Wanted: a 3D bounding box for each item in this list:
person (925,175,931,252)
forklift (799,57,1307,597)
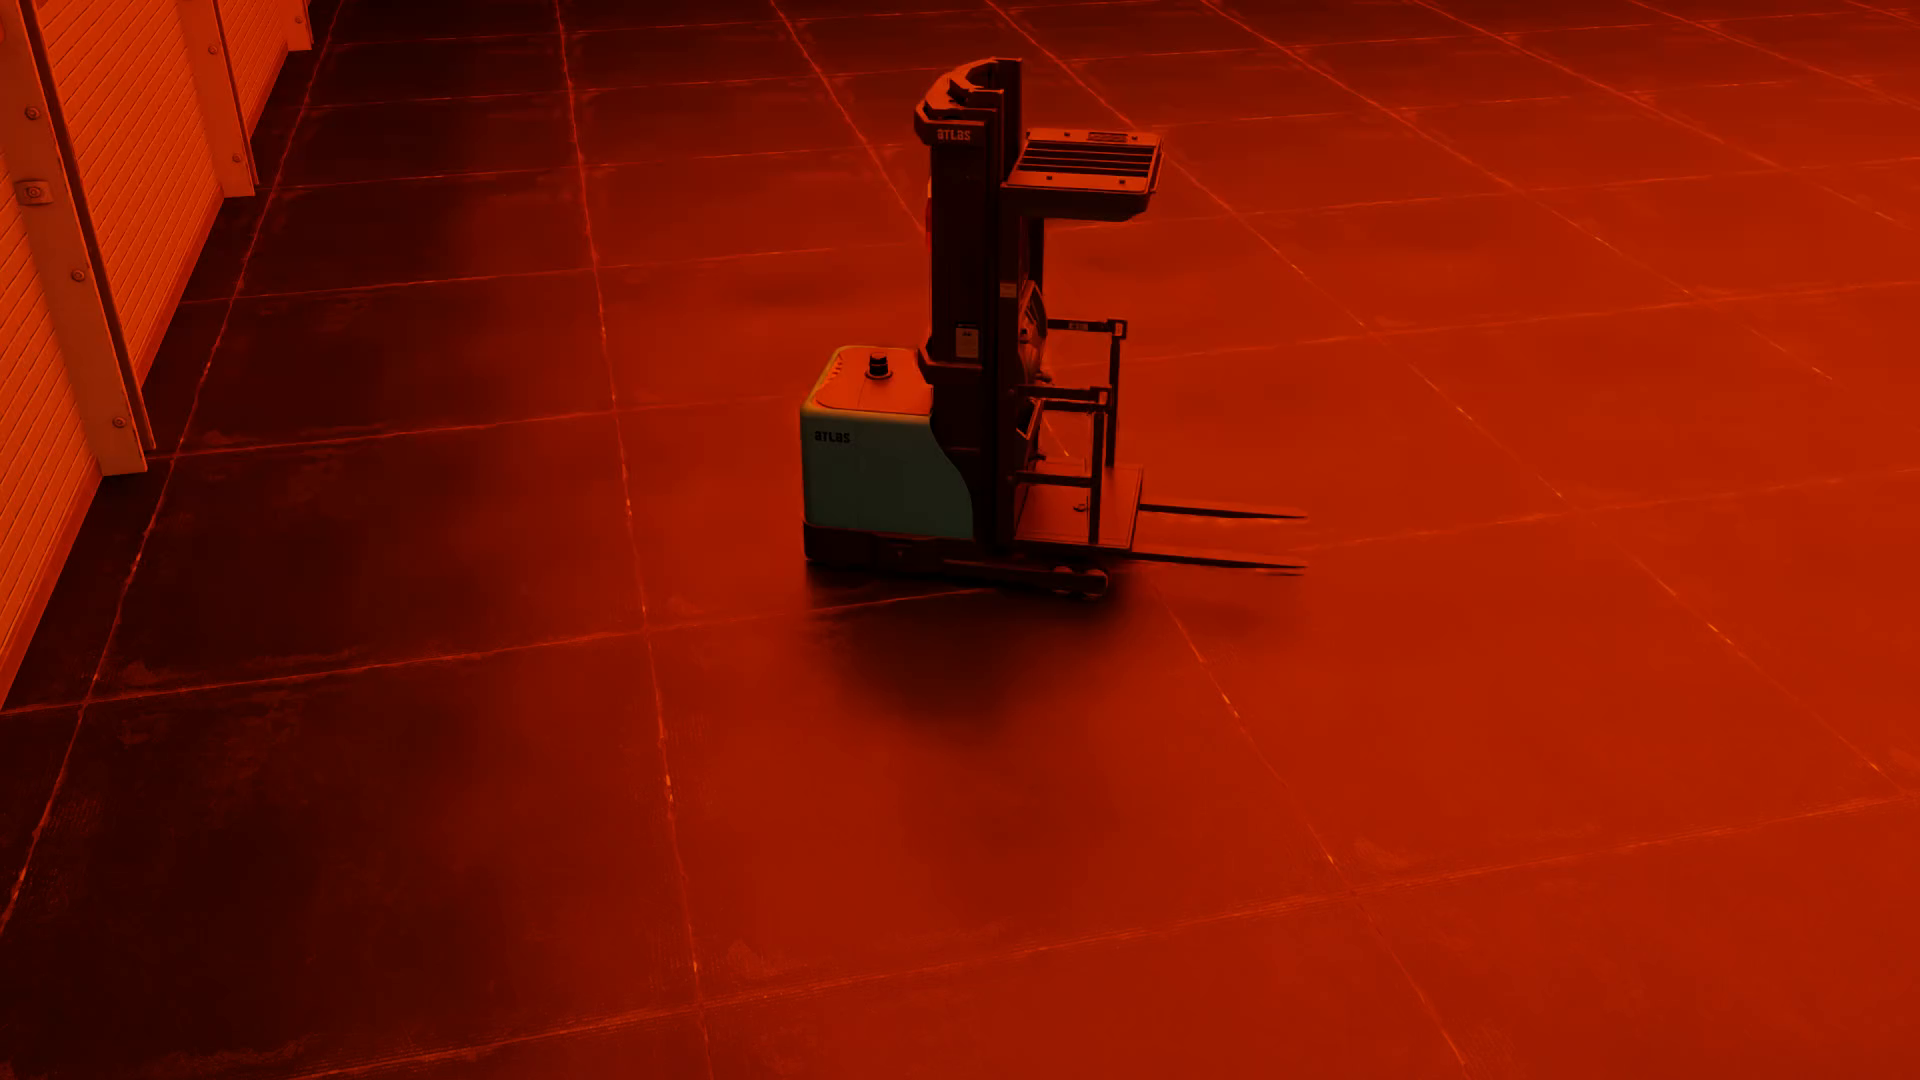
[{"bbox_3d":[0.070,-2.394,12.953,0.667,1.802,0.565,2,30,3],"label":"person"},{"bbox_3d":[0.608,-1.215,9.674,3.031,2.935,1.130,5,30,9],"label":"forklift"}]
